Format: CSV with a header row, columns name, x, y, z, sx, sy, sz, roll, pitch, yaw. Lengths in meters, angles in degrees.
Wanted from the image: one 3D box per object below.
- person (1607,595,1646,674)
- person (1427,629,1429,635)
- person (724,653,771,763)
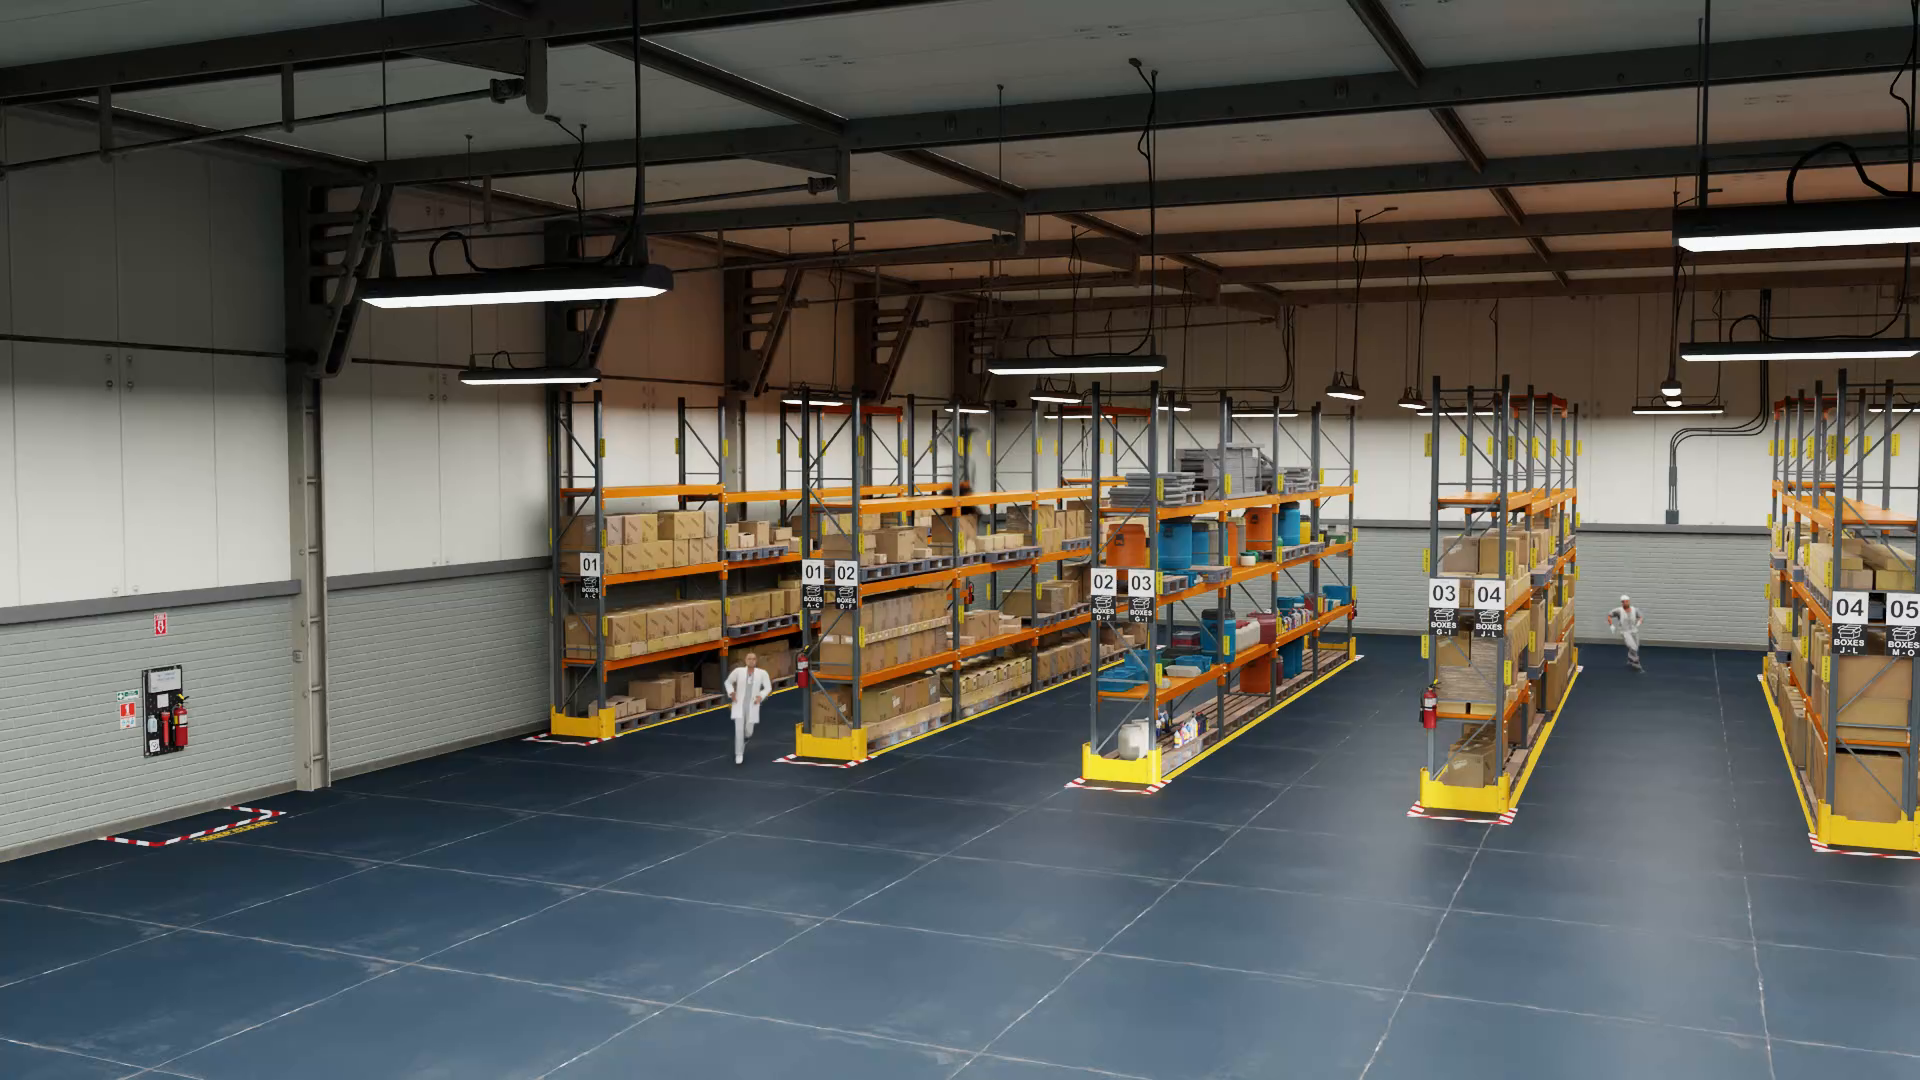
name,x,y,z,sx,sy,sz,roll,pitch,yaw
person,14.921,2.103,37.151,0.778,1.768,0.777,0,3,-5
person,9.907,2.284,34.099,0.659,1.722,0.913,1,3,16
person,-3.411,2.675,26.757,0.753,1.735,0.756,0,3,-7
